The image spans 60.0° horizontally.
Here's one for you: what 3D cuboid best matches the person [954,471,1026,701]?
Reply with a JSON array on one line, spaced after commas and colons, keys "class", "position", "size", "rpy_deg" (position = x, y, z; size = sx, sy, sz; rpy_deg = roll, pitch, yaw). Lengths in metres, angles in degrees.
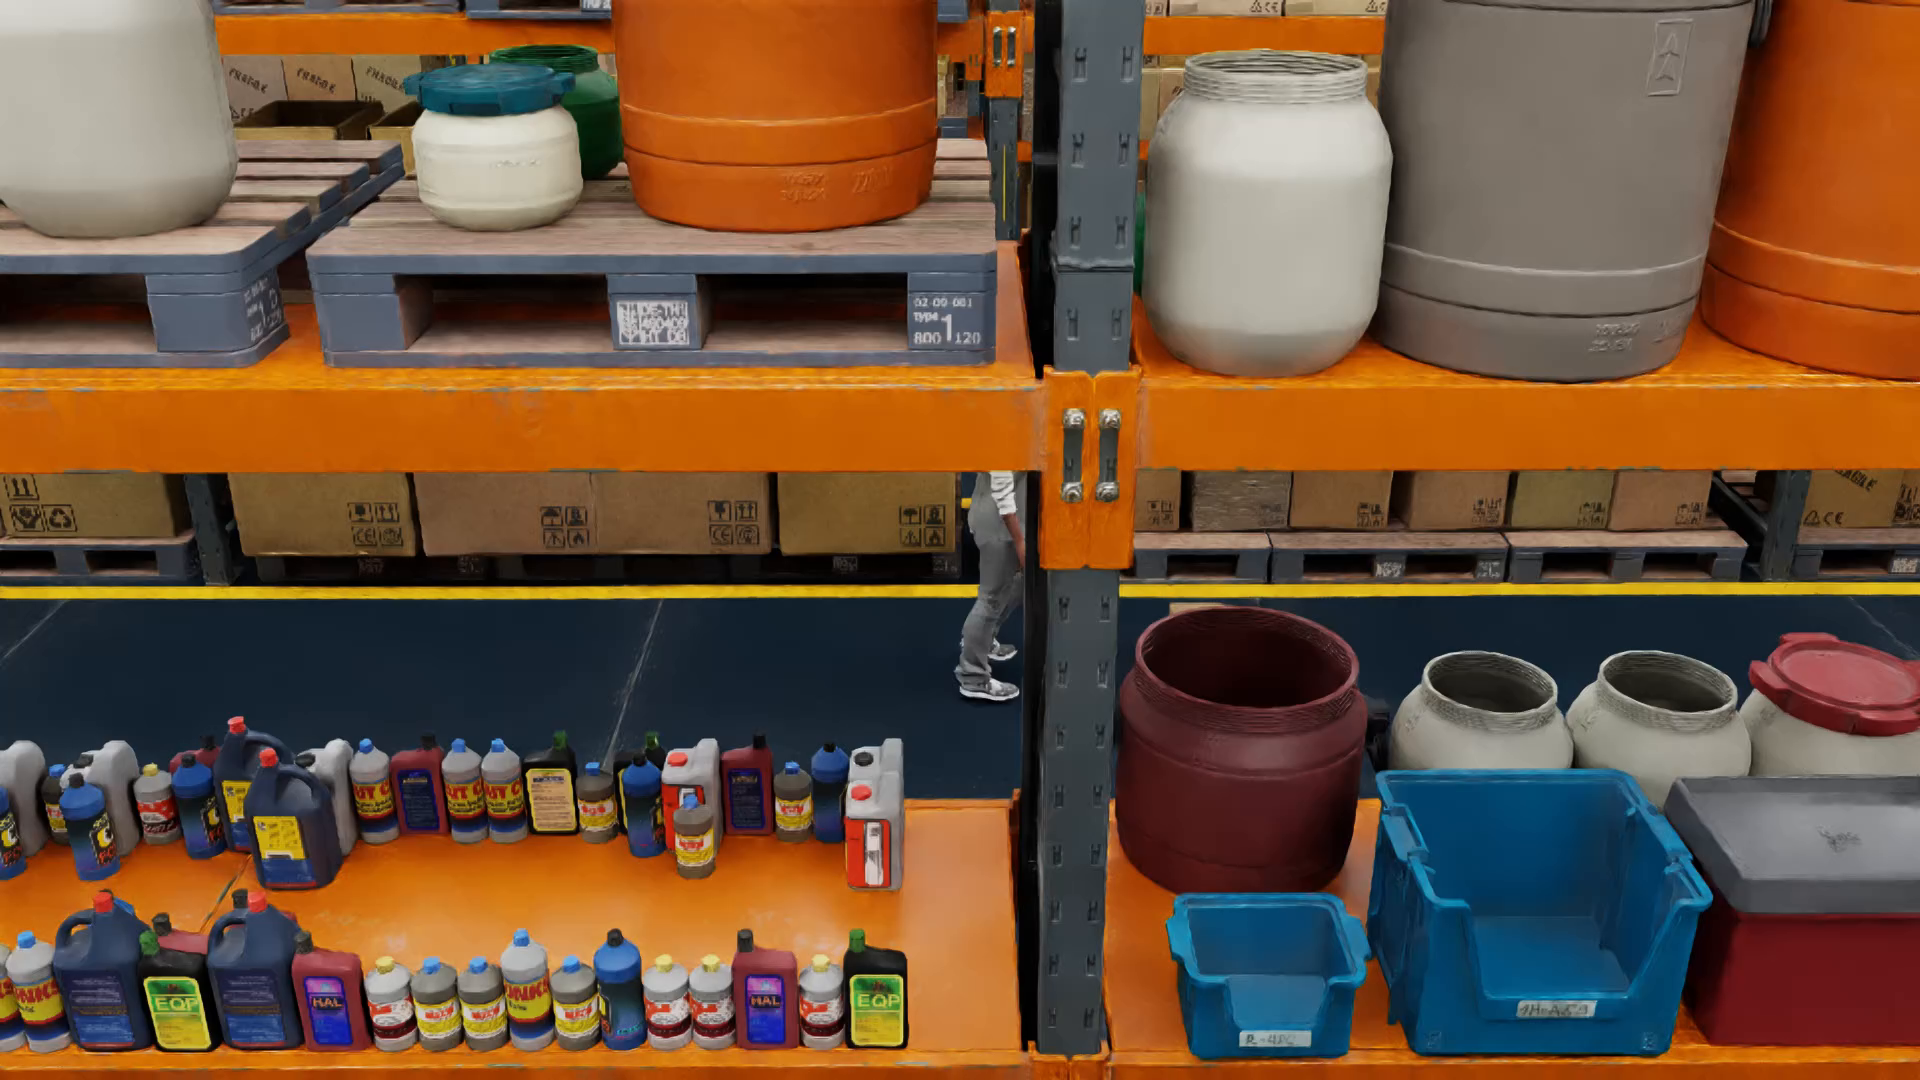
[{"class": "person", "position": [0.189, -0.062, 7.223], "size": [0.433, 1.587, 0.462], "rpy_deg": [-1, 25, -3]}]
